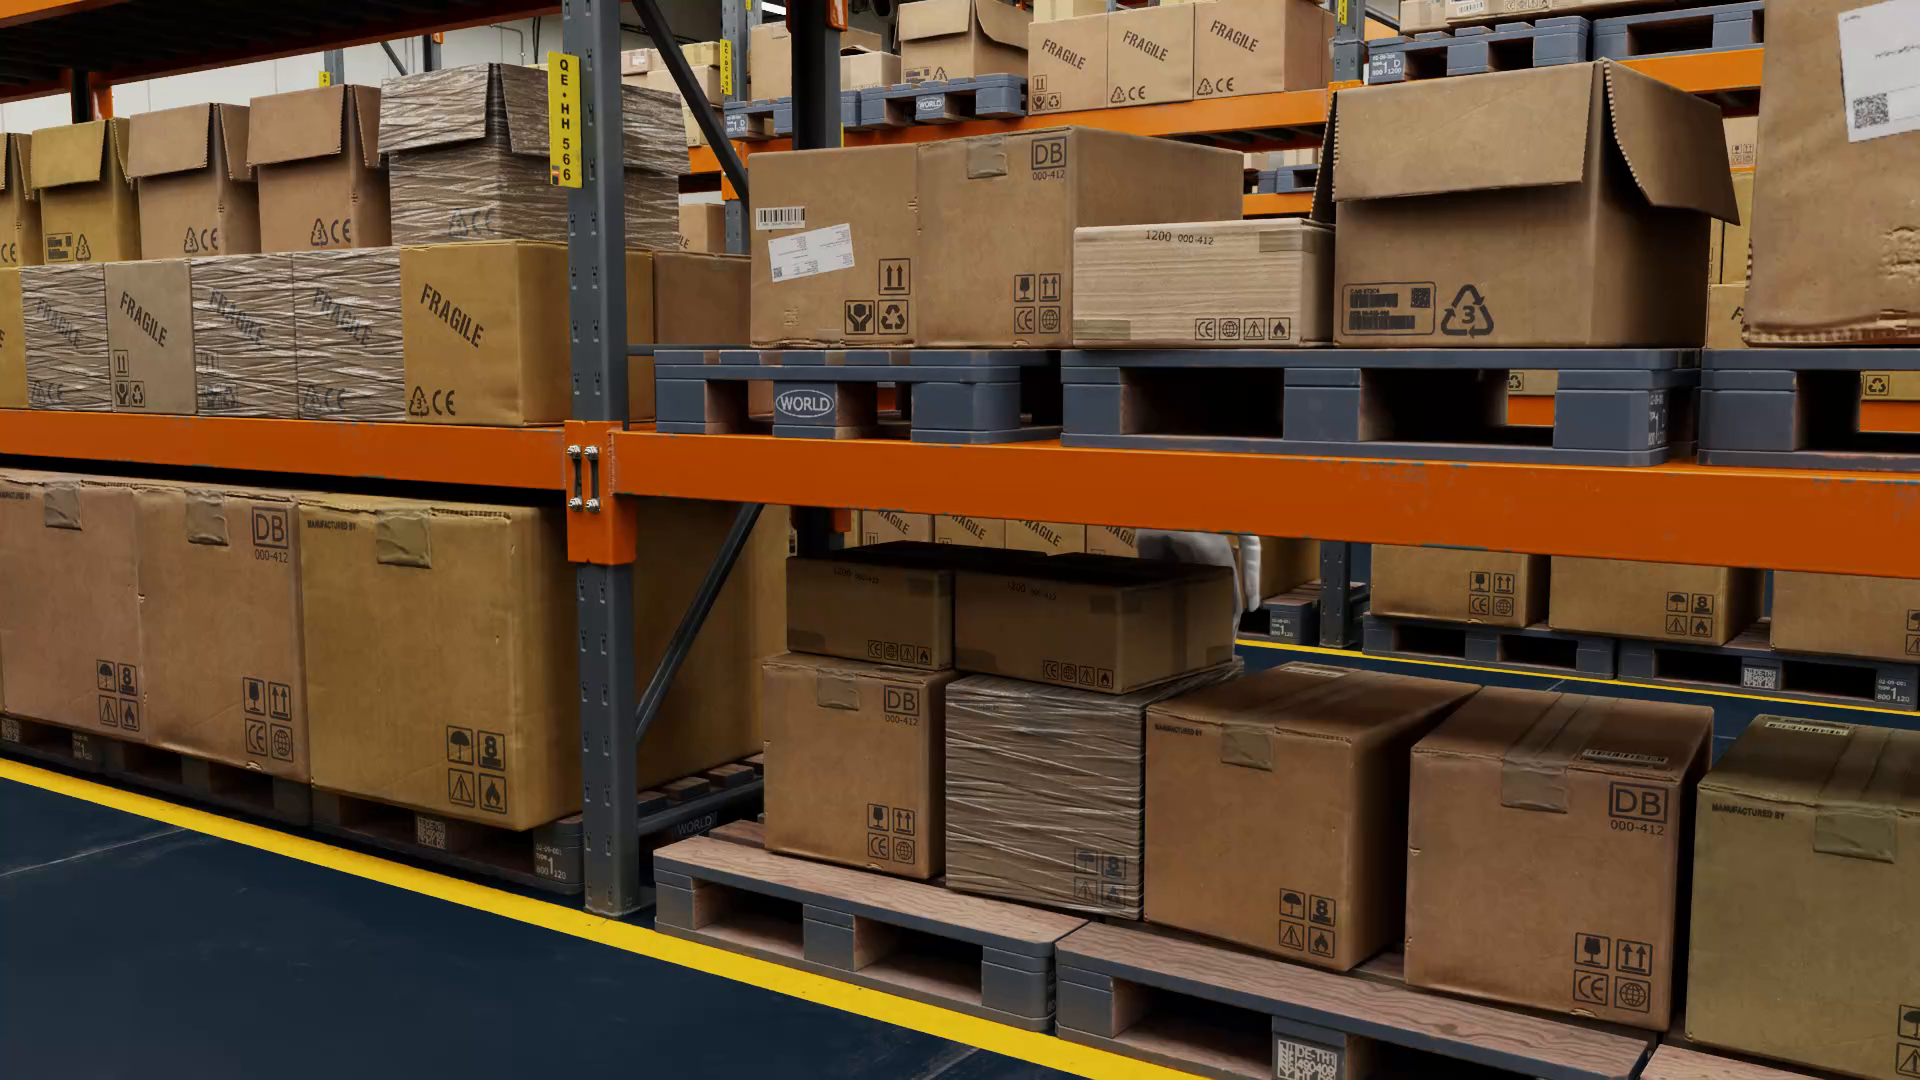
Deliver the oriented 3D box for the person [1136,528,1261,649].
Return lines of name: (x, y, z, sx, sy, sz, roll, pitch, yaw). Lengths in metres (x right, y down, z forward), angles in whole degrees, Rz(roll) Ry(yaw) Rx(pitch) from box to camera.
person: (1.017, 0.099, 6.911, 0.420, 1.270, 0.887, 4, 8, 31)
